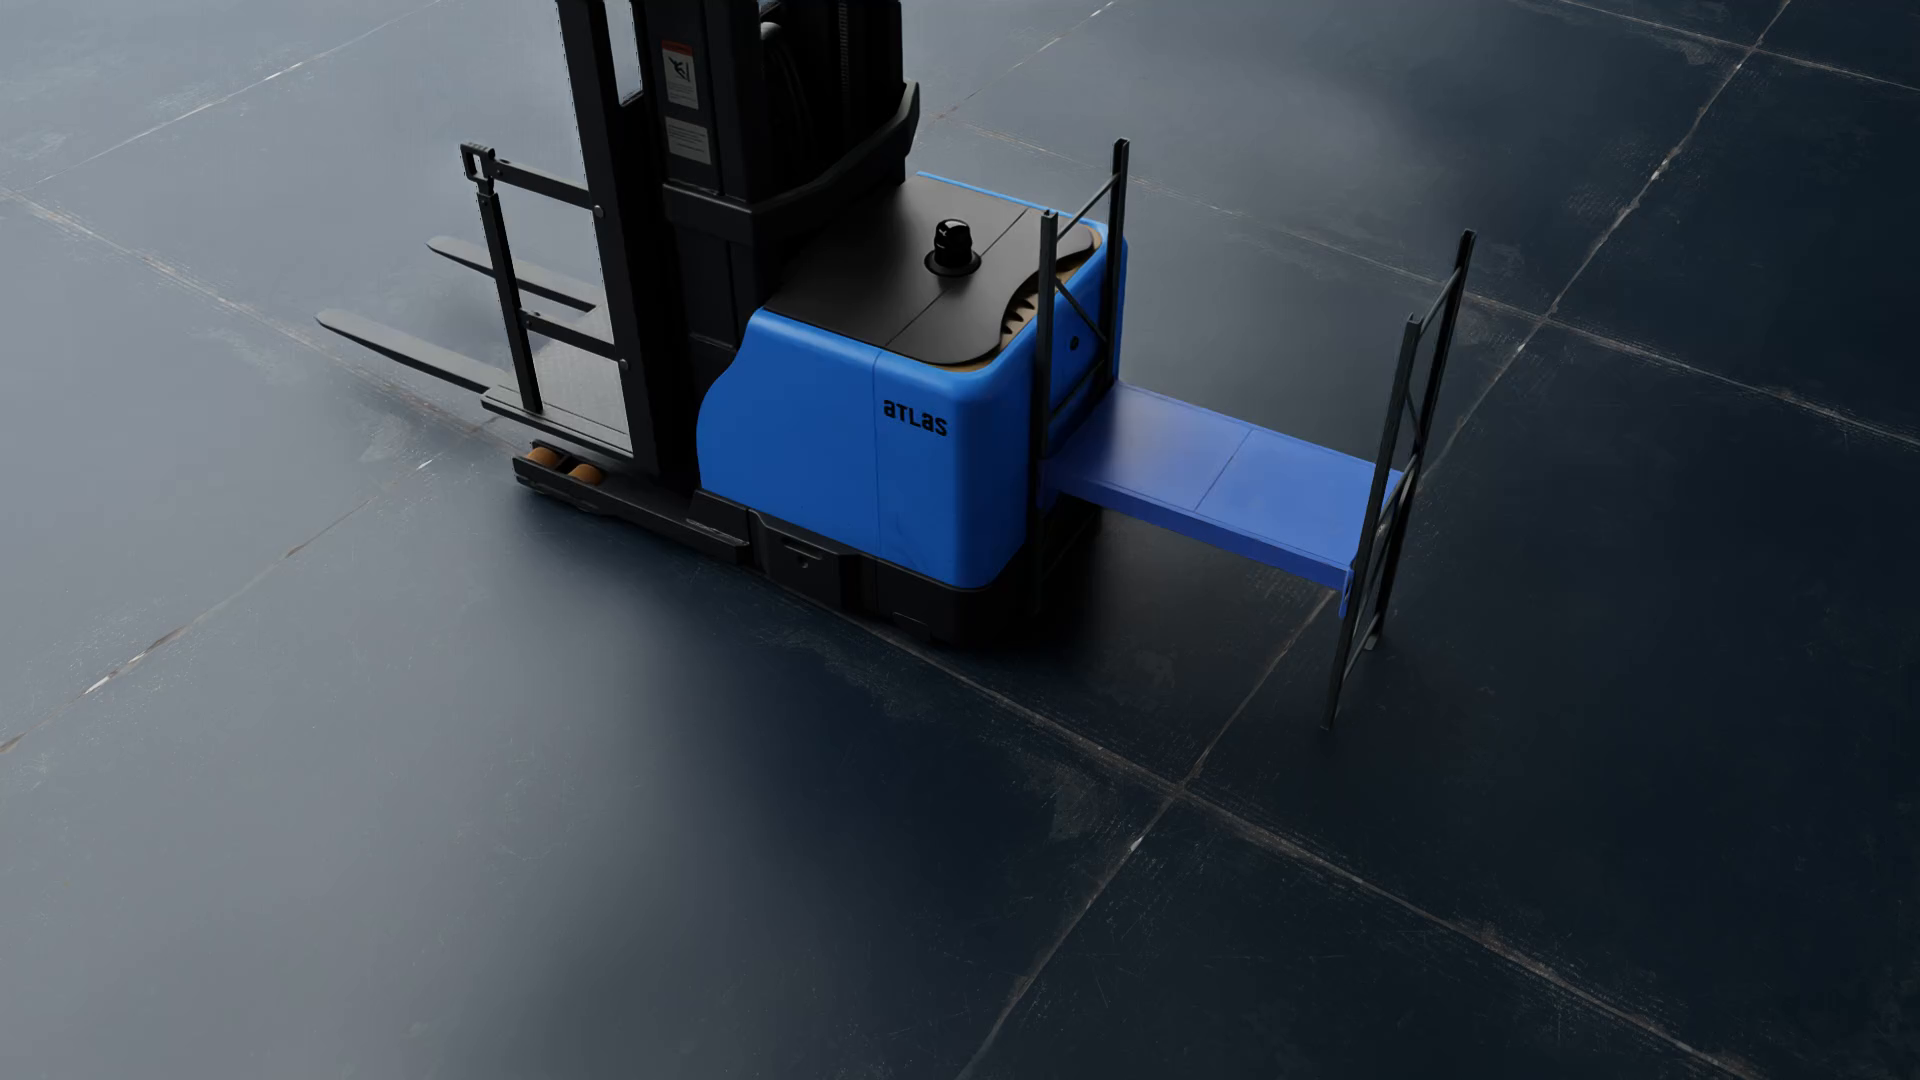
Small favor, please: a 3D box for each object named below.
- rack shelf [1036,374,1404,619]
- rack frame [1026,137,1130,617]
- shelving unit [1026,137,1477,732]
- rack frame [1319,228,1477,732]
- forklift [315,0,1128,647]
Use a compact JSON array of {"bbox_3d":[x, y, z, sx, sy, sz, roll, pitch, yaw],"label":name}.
[{"bbox_3d":[0.796,-0.155,5.068,1.000,0.185,0.538,21,46,22],"label":"rack shelf"},{"bbox_3d":[0.354,-0.455,5.134,0.032,1.500,0.500,21,46,22],"label":"rack frame"},{"bbox_3d":[0.796,-0.289,4.948,1.048,1.500,0.538,21,46,22],"label":"shelving unit"},{"bbox_3d":[1.239,-0.122,4.761,0.032,1.500,0.500,21,46,22],"label":"rack frame"},{"bbox_3d":[-0.992,-1.476,5.202,3.031,2.935,1.130,21,46,22],"label":"forklift"}]
